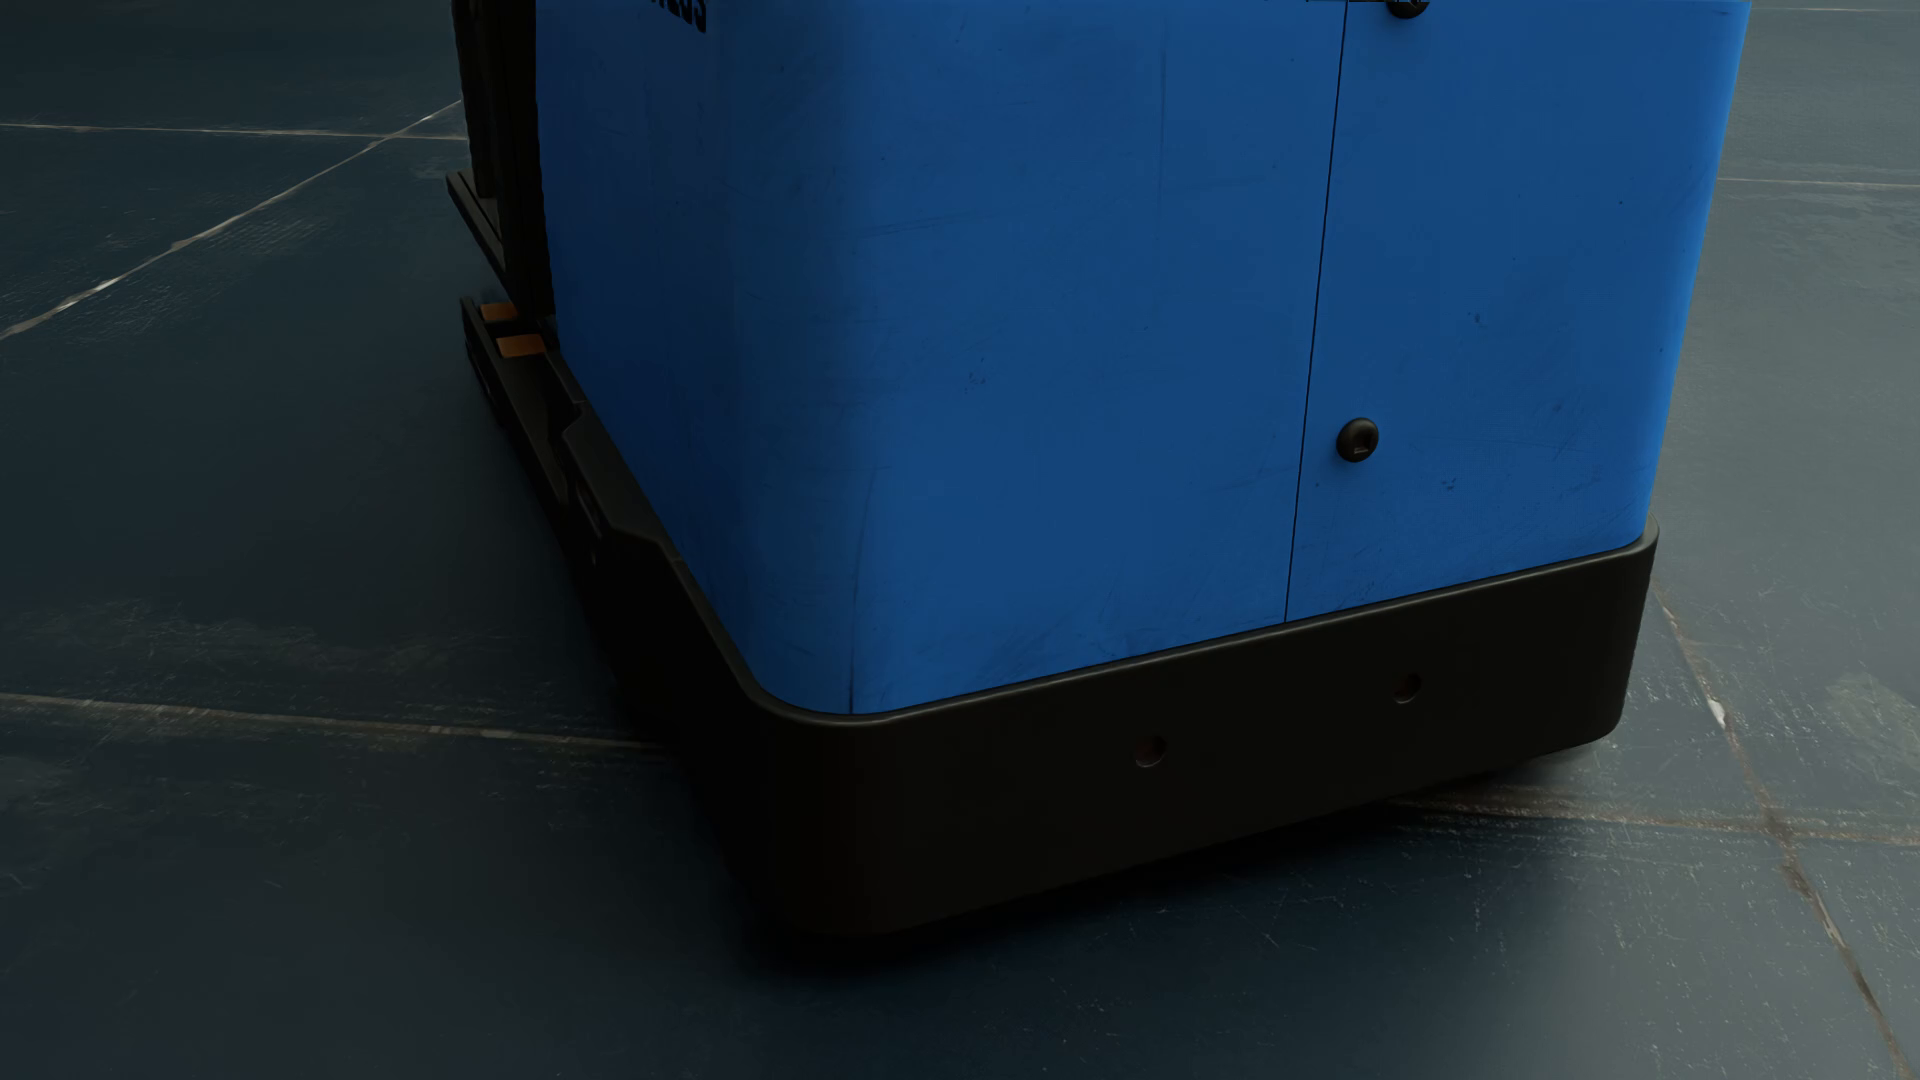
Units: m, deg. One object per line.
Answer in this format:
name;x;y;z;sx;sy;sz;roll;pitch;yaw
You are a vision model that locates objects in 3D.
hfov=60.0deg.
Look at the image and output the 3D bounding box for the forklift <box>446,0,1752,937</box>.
forklift;-0.263;-1.568;2.360;1.130;2.935;3.031;-11;28;-20
